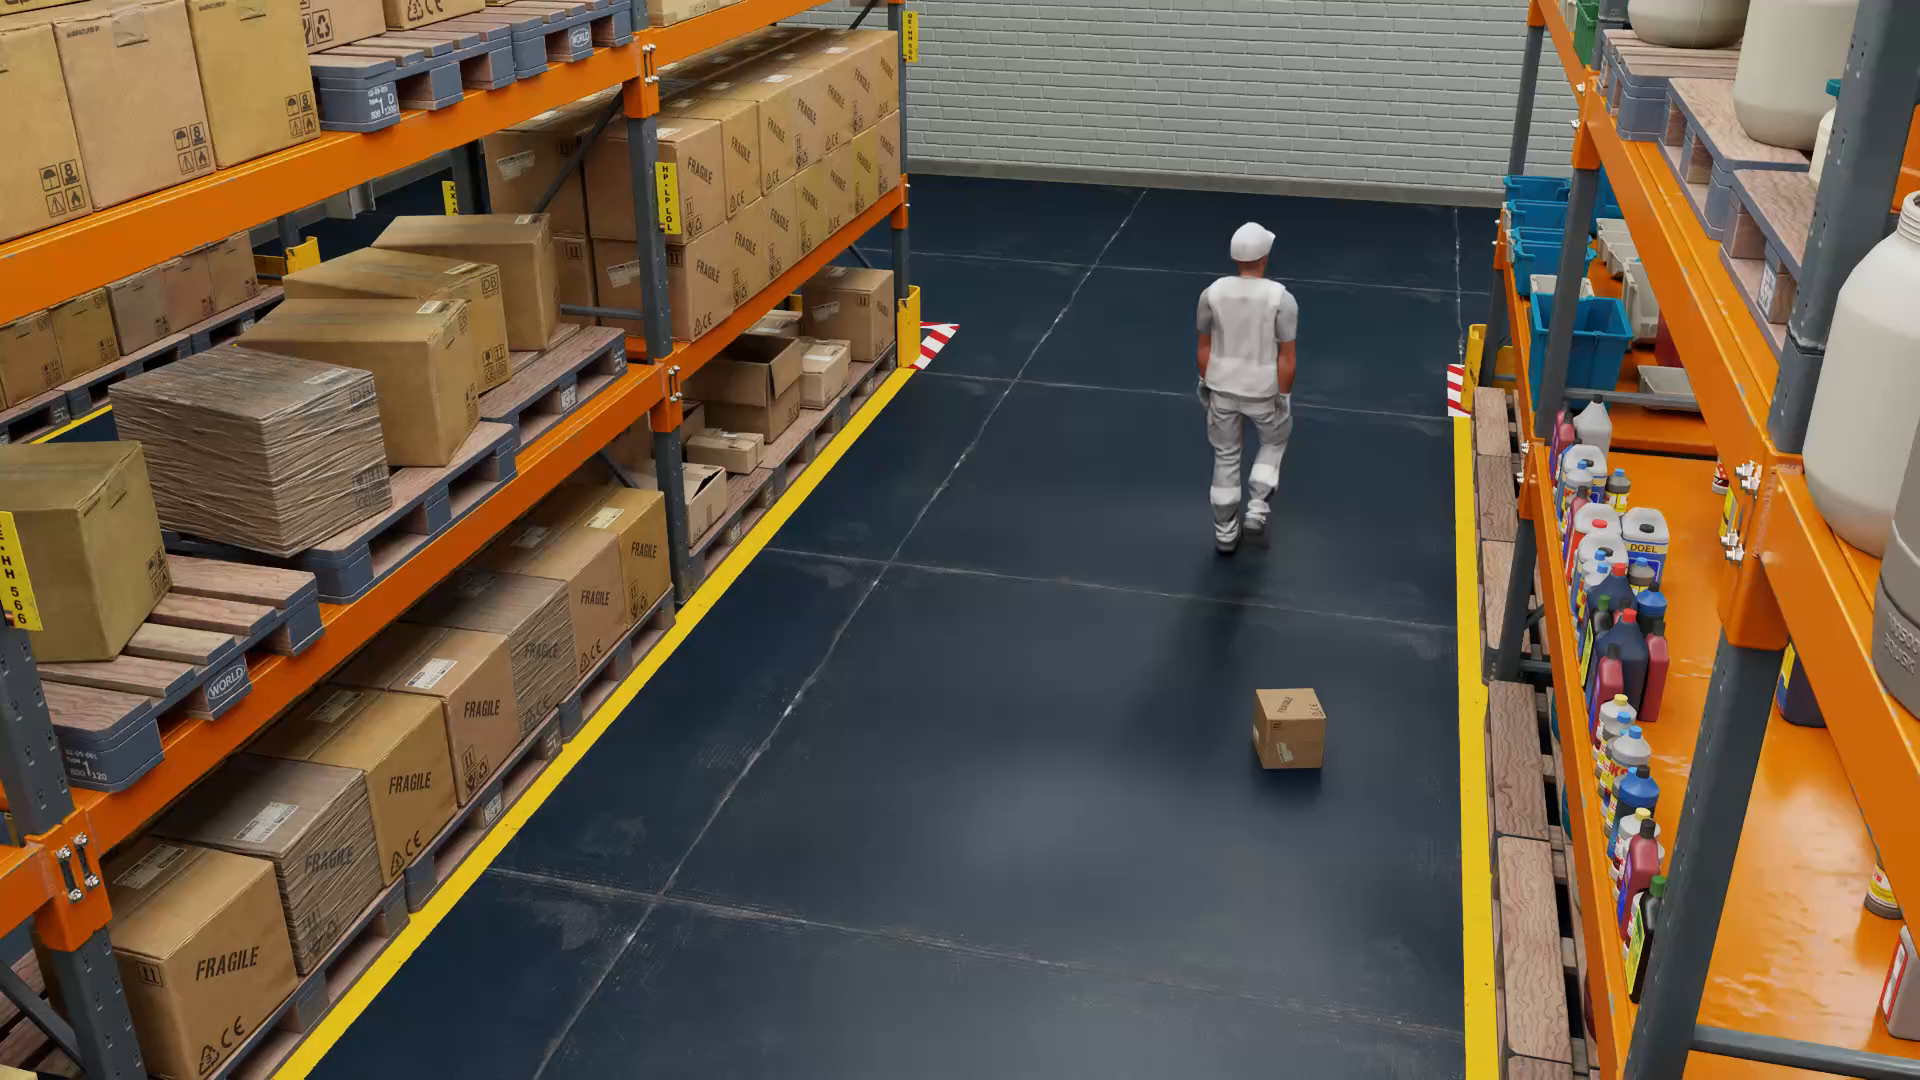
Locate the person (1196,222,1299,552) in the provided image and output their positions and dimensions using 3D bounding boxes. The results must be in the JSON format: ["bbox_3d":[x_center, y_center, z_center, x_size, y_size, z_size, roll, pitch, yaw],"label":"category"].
[{"bbox_3d":[1.499,-0.795,8.725,0.531,1.793,0.444,8,26,17],"label":"person"}]
